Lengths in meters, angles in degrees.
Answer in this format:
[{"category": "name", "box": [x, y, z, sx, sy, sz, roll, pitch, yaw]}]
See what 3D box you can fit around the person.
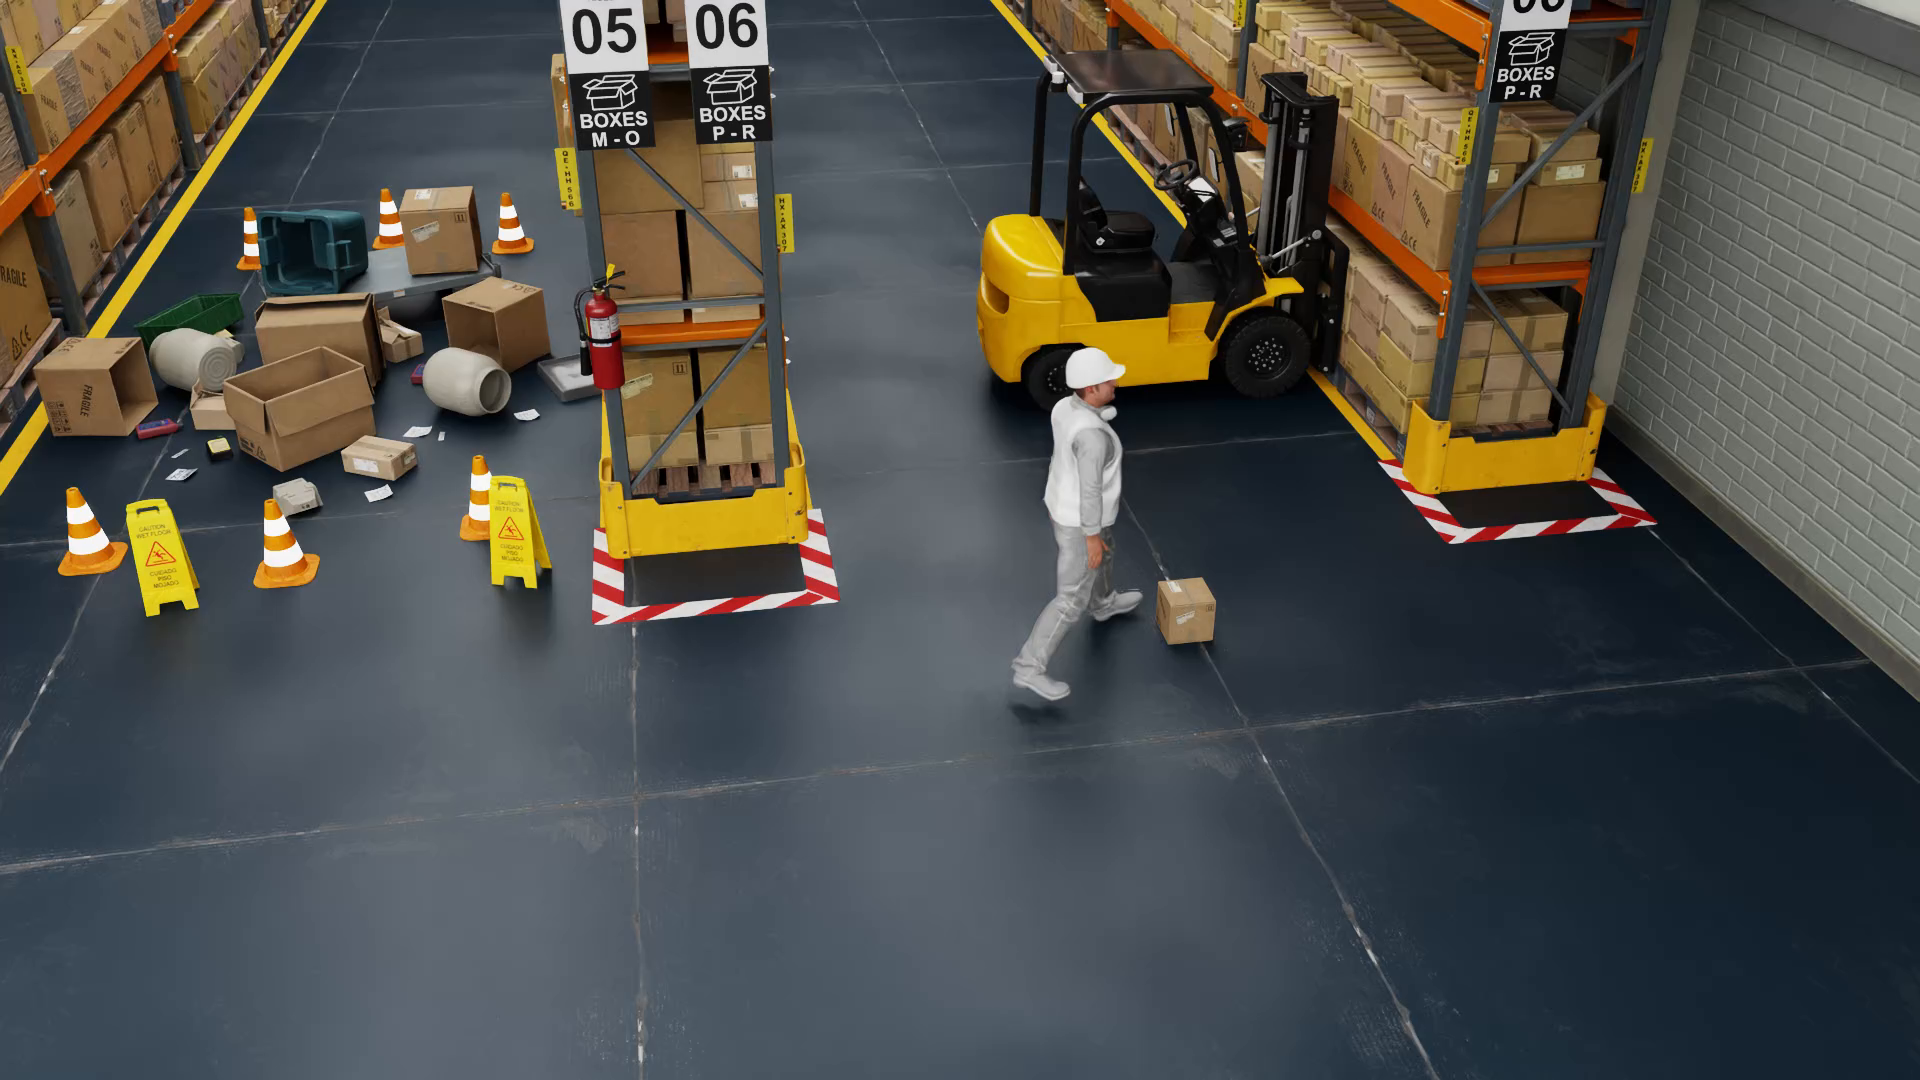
[{"category": "person", "box": [0.643, -0.125, 8.358, 0.871, 1.736, 0.892, -5, 31, -8]}]
